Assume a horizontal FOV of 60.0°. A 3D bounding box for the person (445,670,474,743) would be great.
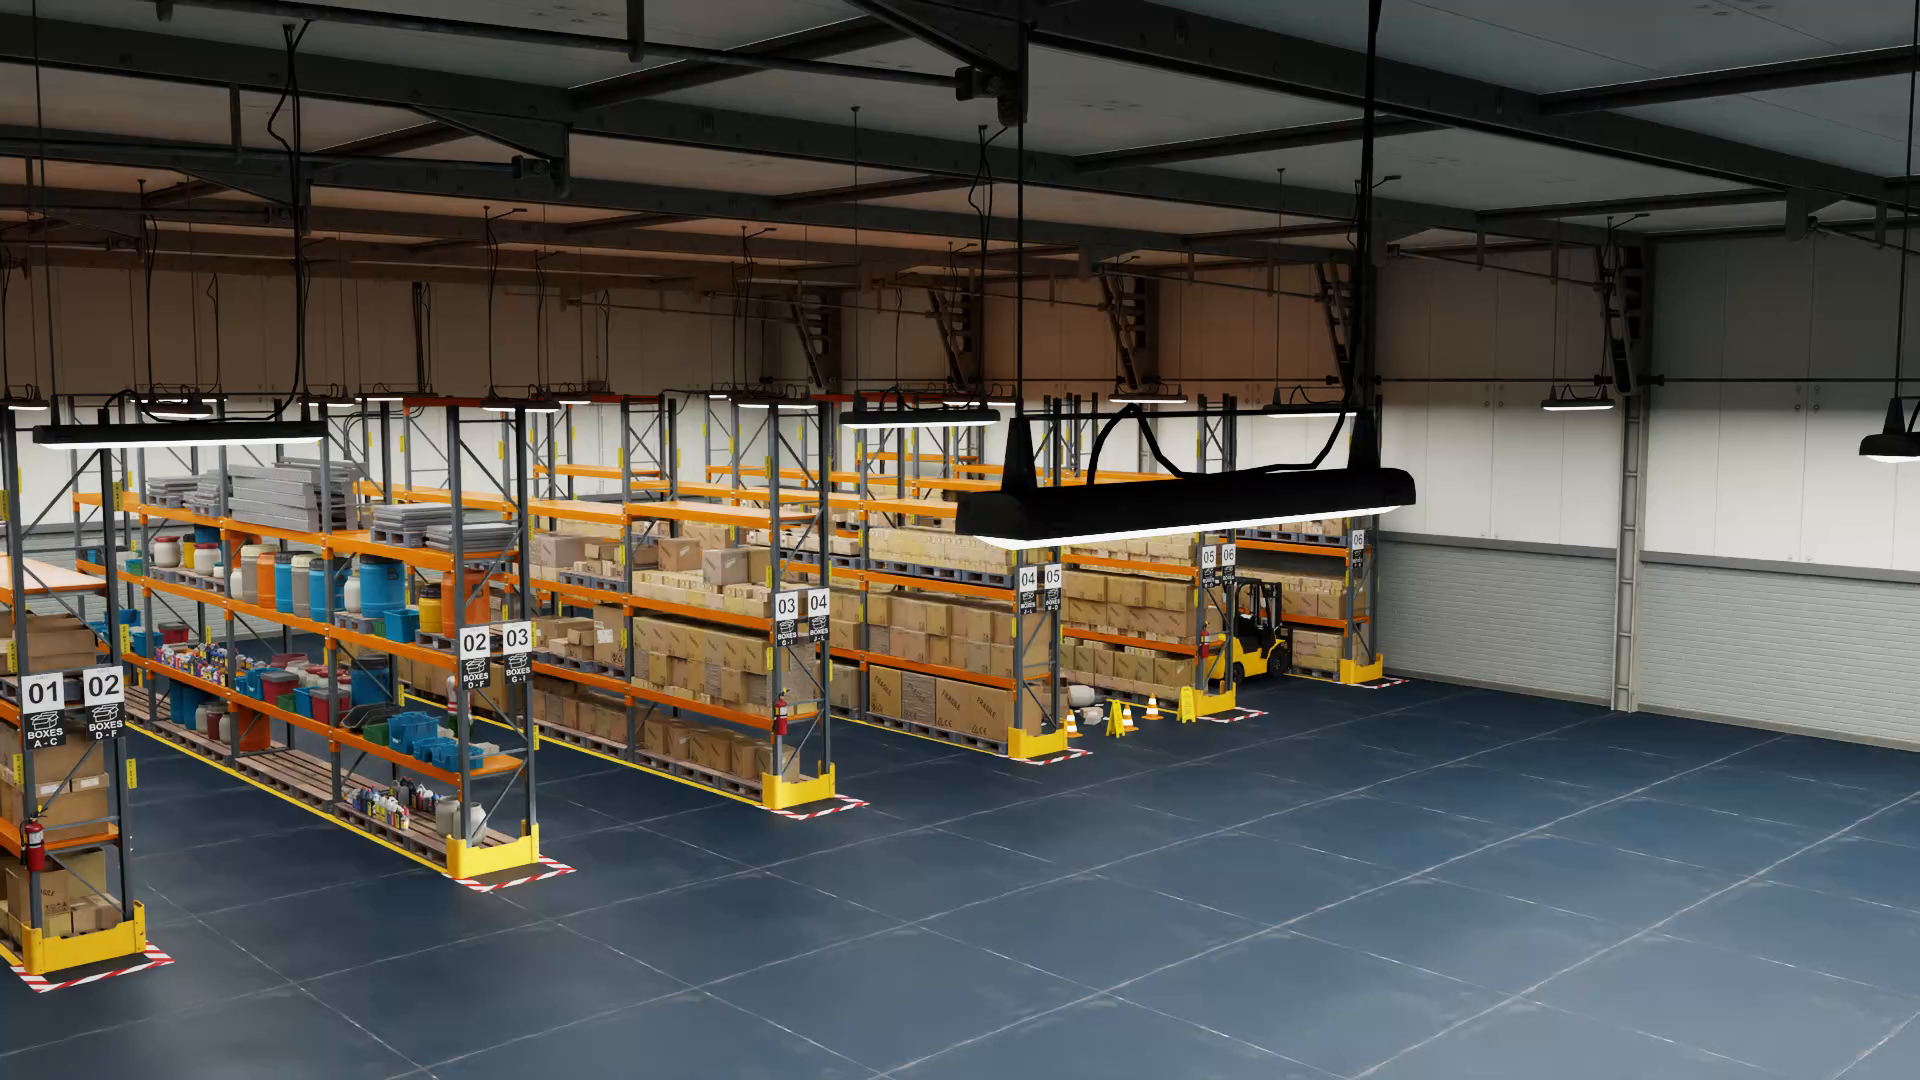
[{"bbox_3d":[-8.113,2.828,27.008,0.563,1.796,0.407,3,6,27],"label":"person"}]
